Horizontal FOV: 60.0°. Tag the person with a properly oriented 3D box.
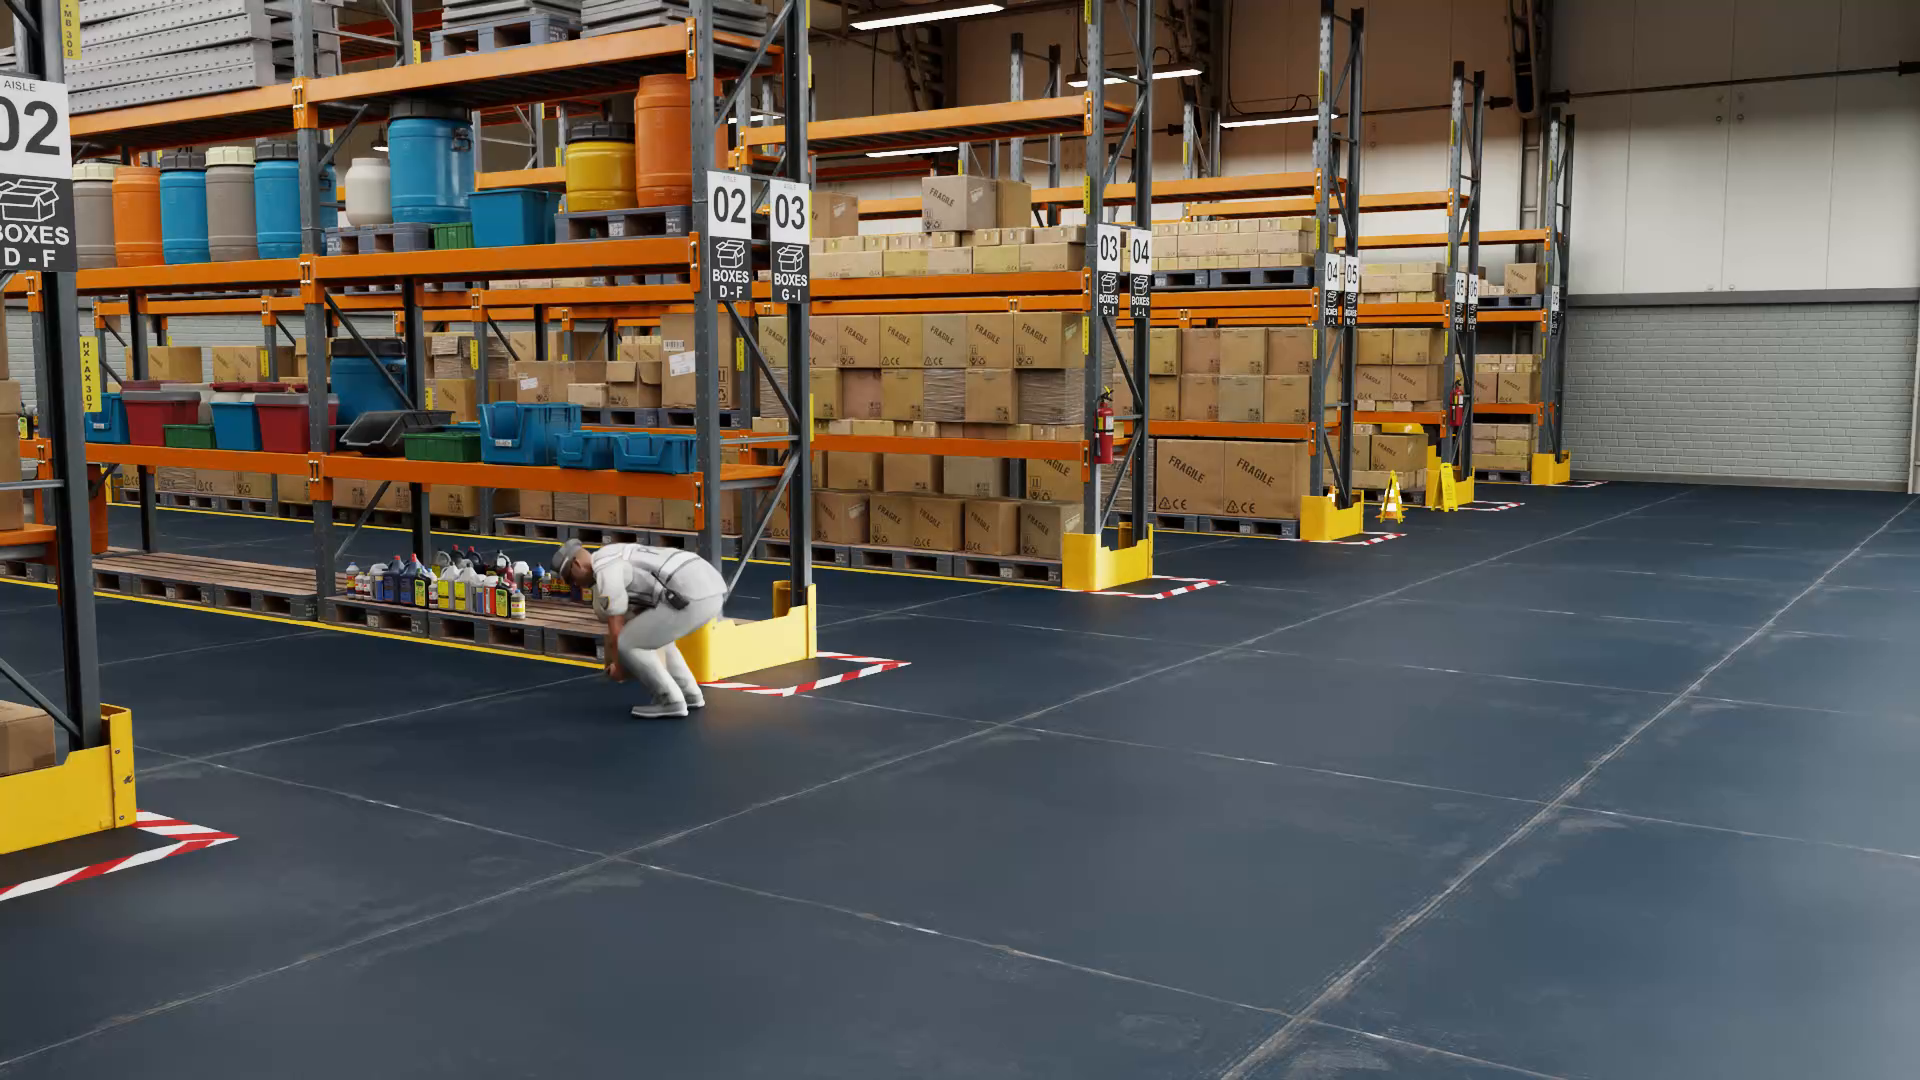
[{"bbox_3d":[-1.871,0.499,9.631,1.026,1.007,0.544,1,6,8],"label":"person"}]
